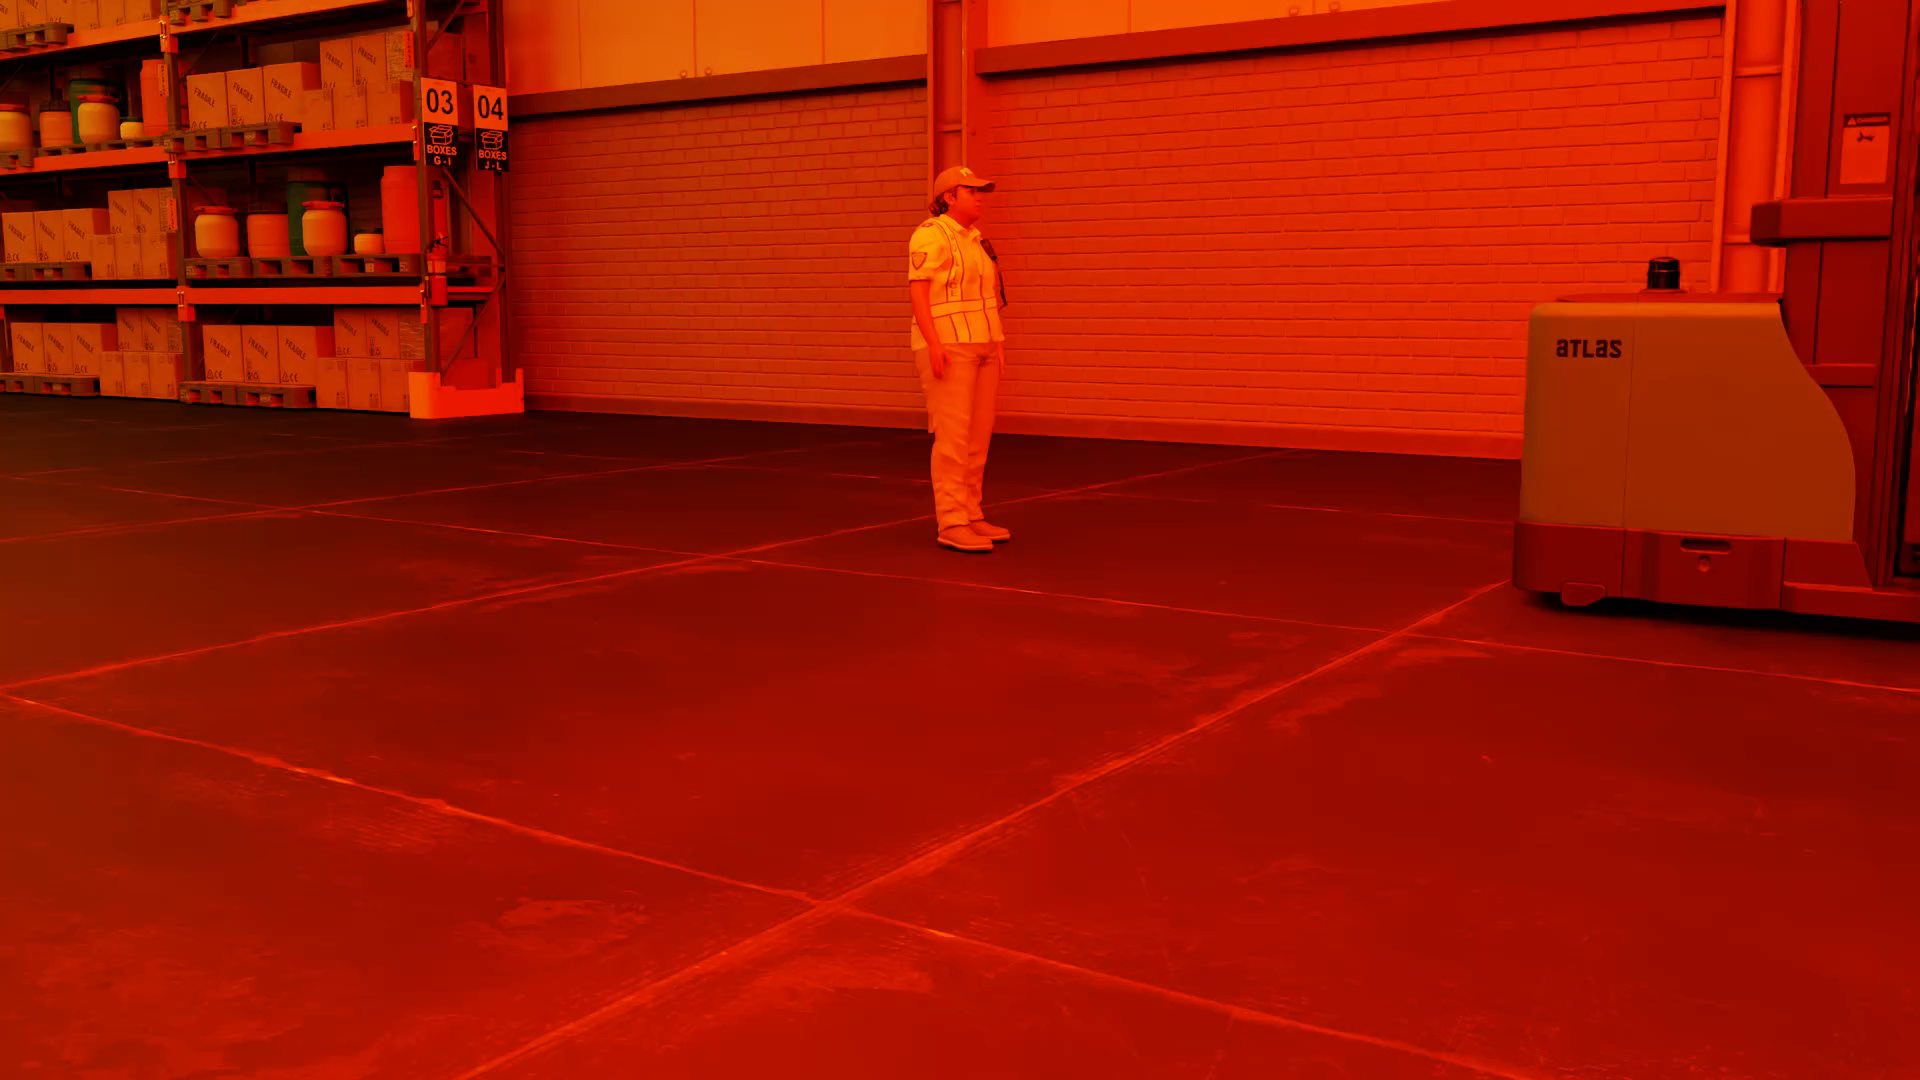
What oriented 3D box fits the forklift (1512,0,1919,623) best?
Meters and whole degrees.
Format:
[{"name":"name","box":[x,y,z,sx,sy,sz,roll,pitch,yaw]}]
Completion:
[{"name":"forklift","box":[3.511,-1.169,5.411,3.031,2.935,1.130,4,9,28]}]

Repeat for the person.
[{"name":"person","box":[0.051,-0.825,7.424,0.529,1.670,0.598,5,10,34]}]
